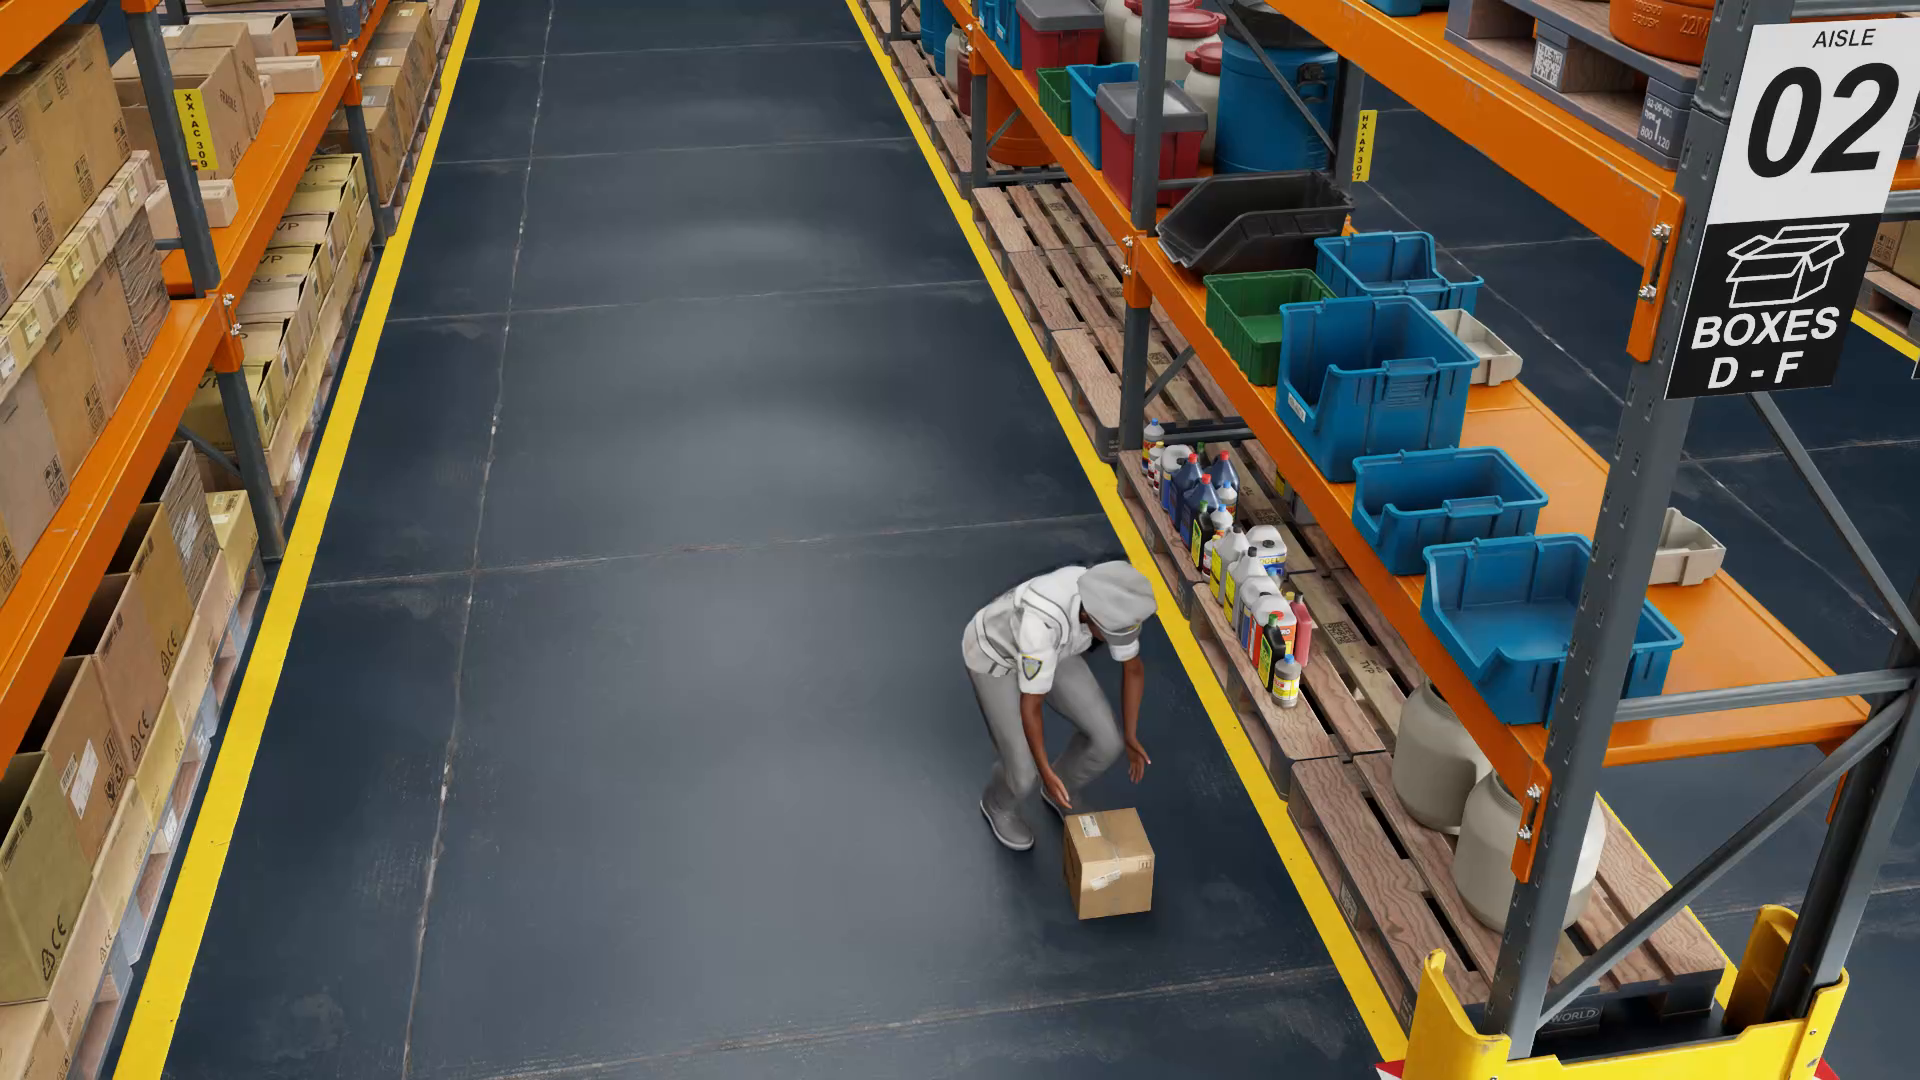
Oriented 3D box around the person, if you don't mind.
[{"bbox_3d":[0.350,0.520,5.704,0.500,1.218,0.792,-16,34,-24],"label":"person"}]
